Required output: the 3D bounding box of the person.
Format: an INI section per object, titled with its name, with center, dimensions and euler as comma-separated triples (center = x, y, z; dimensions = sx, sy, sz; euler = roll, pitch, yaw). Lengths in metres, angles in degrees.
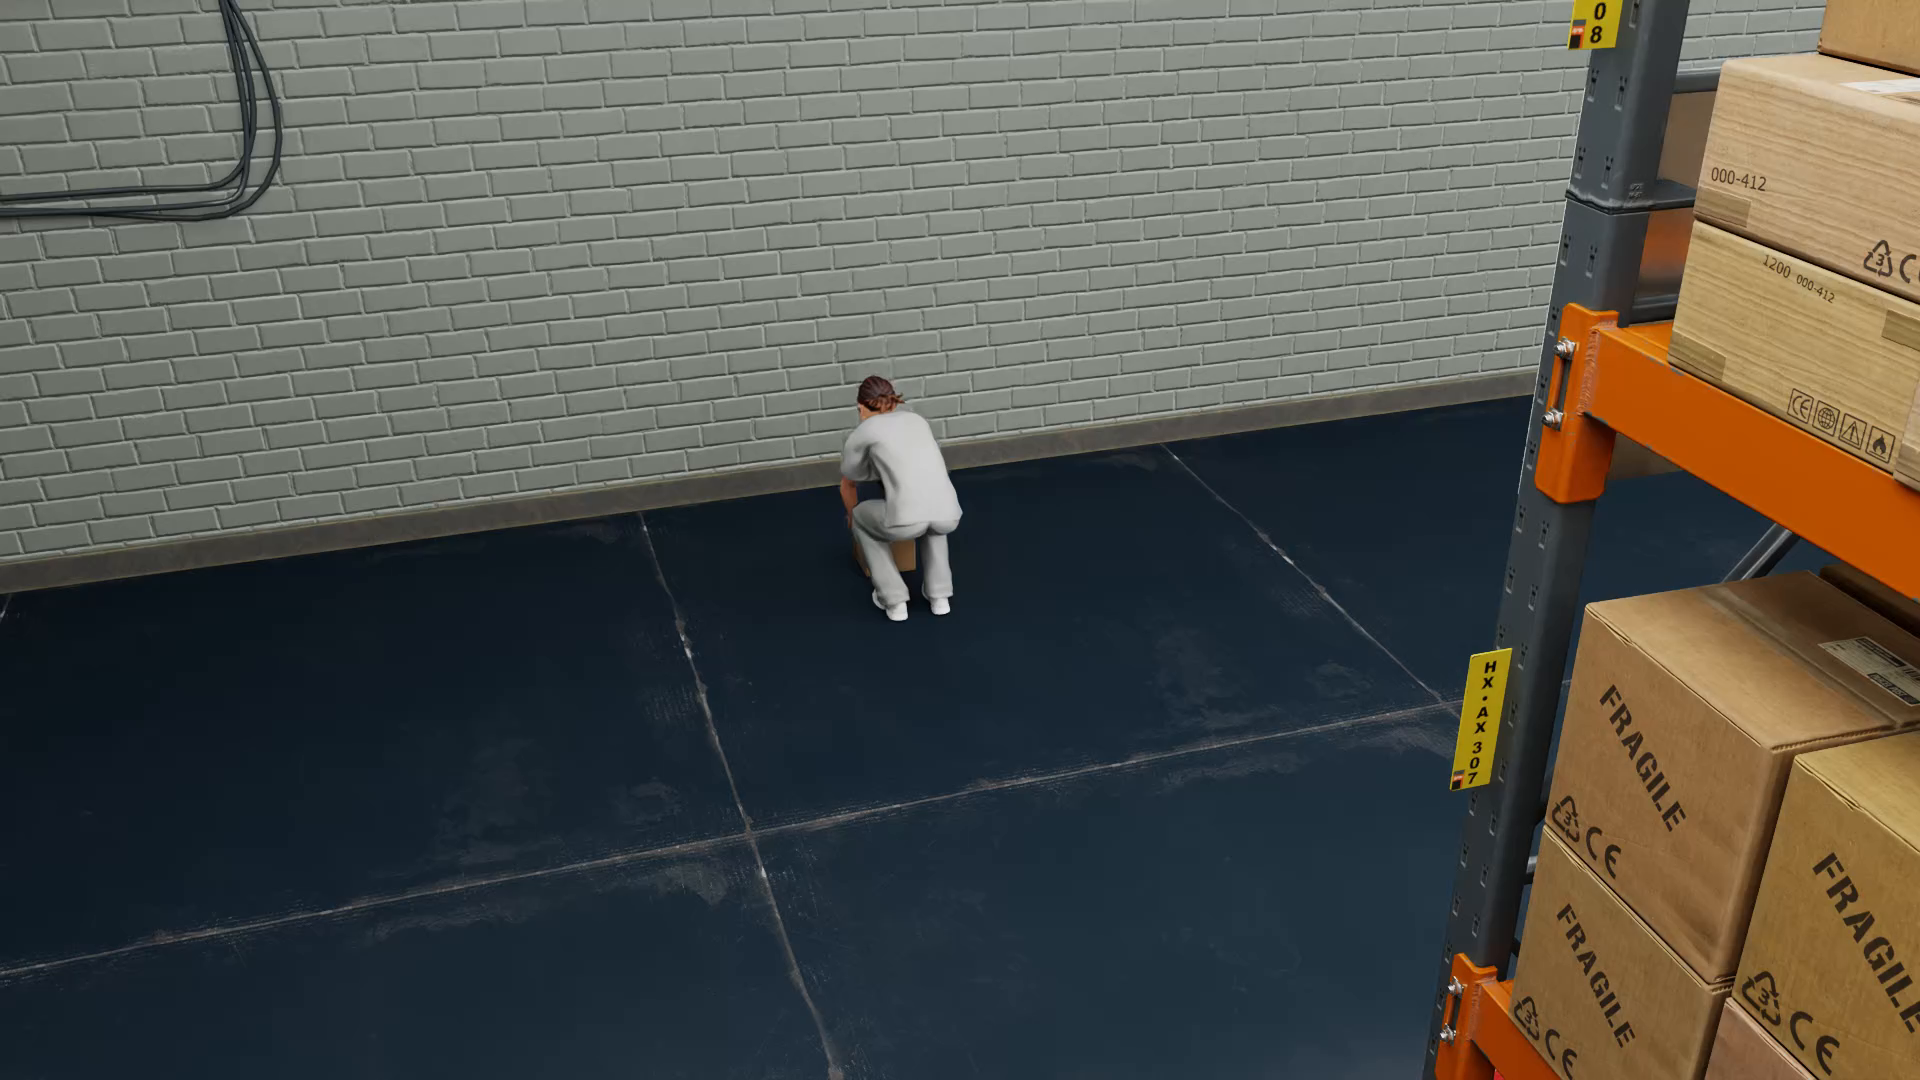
[person]
center = -0.283, -0.184, 7.721
dimensions = 0.490, 1.023, 0.777
euler = -8, 28, -16
